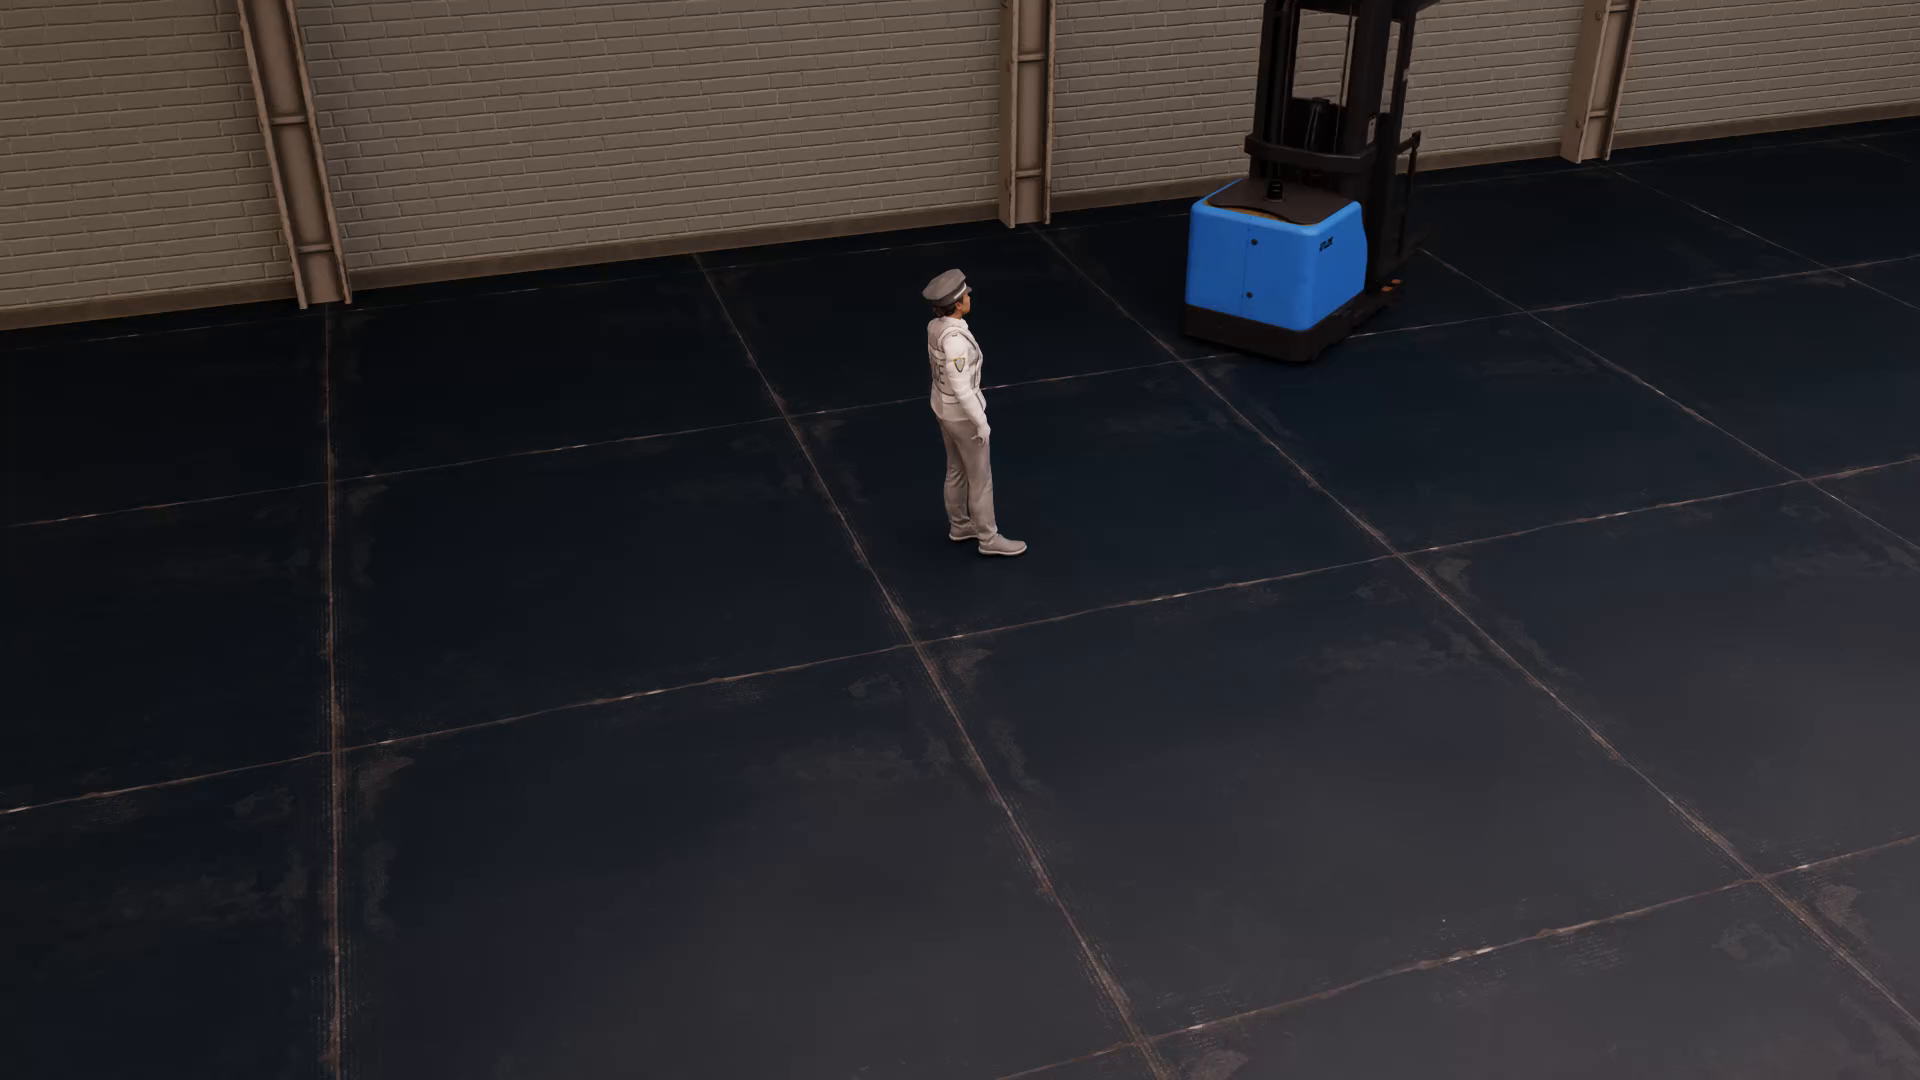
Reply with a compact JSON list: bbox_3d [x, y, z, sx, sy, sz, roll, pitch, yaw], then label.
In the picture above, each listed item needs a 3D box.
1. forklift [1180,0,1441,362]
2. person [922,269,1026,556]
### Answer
[{"bbox_3d":[2.942,-3.252,12.739,1.130,2.935,3.031,20,35,30],"label":"forklift"},{"bbox_3d":[0.068,-0.748,9.613,0.530,1.694,0.587,-10,31,-16],"label":"person"}]
